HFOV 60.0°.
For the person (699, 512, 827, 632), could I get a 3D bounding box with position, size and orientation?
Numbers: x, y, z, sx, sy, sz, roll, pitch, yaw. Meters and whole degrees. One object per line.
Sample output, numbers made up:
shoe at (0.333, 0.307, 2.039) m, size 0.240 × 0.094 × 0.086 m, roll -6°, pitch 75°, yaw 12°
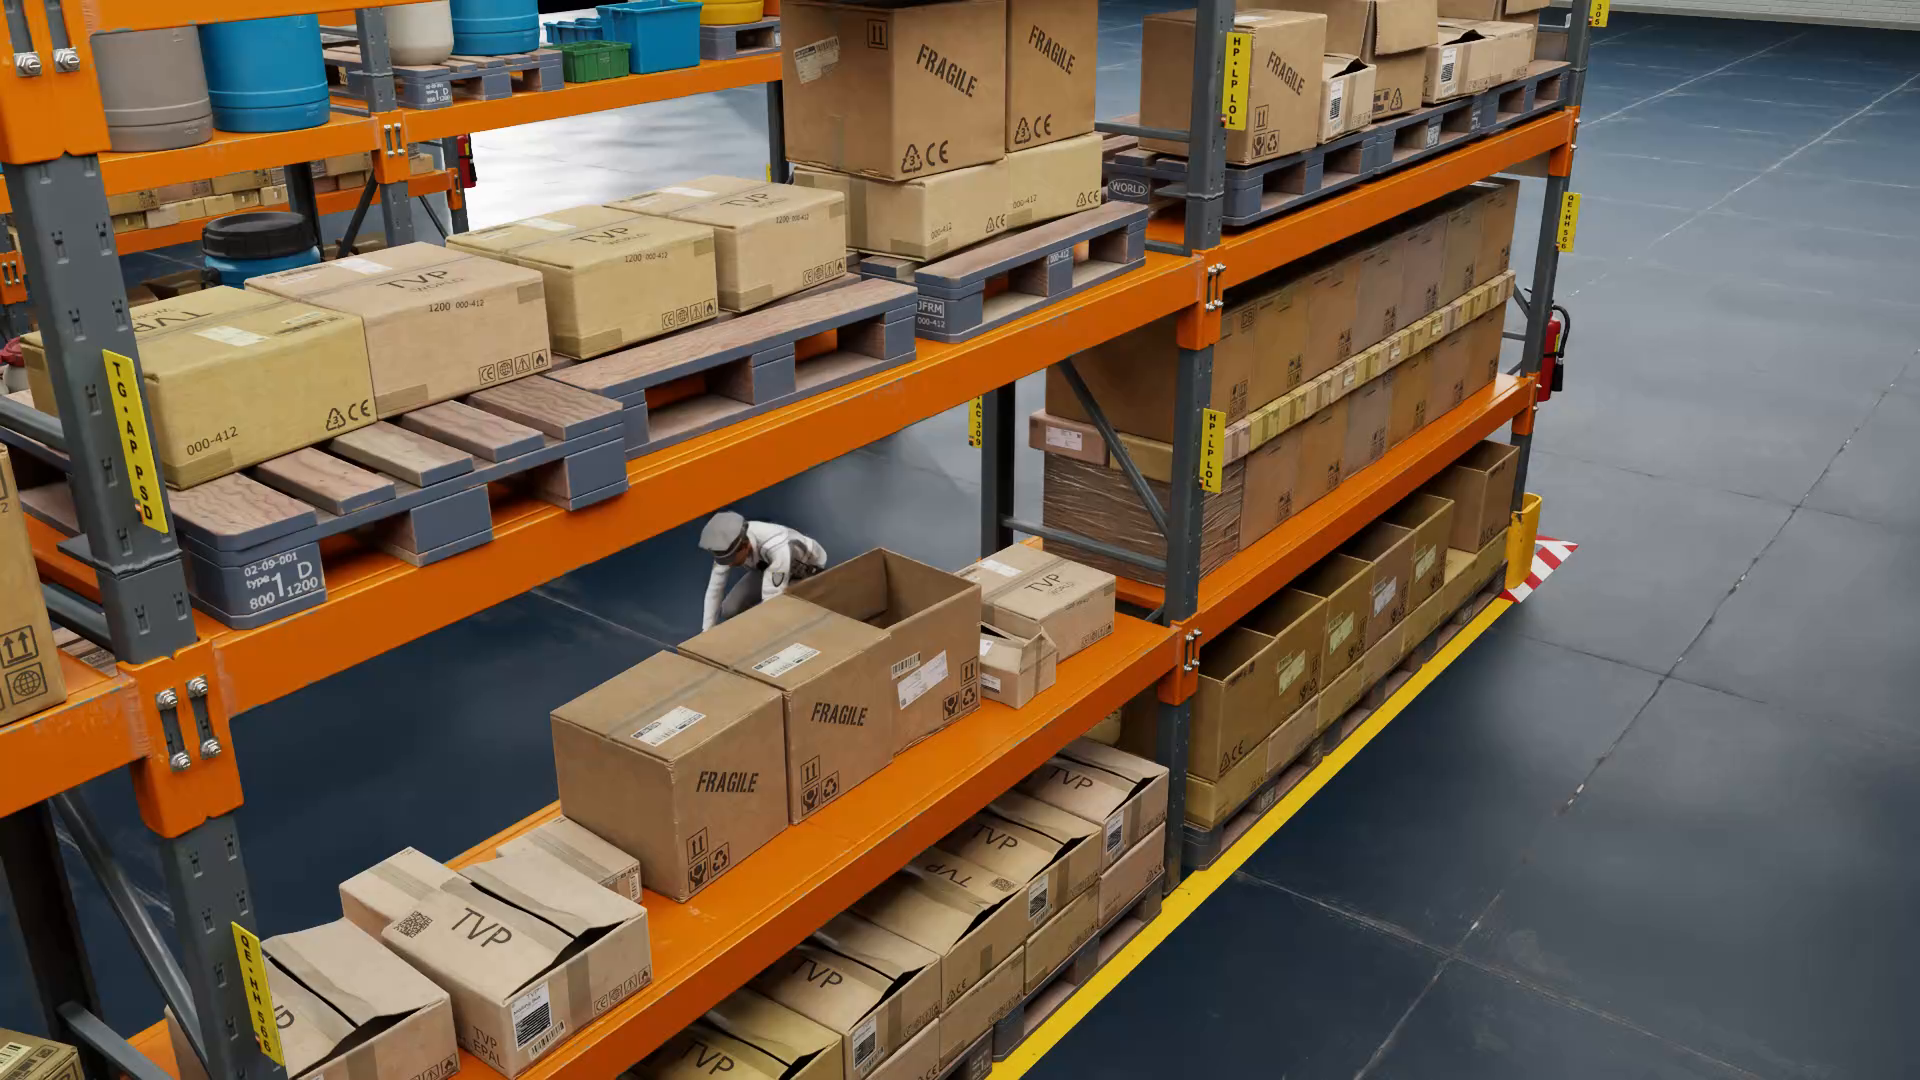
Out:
person at (-1.036, 0.257, 8.813) m, size 0.498 × 1.028 × 0.837 m, roll 17°, pitch 29°, yaw 33°
